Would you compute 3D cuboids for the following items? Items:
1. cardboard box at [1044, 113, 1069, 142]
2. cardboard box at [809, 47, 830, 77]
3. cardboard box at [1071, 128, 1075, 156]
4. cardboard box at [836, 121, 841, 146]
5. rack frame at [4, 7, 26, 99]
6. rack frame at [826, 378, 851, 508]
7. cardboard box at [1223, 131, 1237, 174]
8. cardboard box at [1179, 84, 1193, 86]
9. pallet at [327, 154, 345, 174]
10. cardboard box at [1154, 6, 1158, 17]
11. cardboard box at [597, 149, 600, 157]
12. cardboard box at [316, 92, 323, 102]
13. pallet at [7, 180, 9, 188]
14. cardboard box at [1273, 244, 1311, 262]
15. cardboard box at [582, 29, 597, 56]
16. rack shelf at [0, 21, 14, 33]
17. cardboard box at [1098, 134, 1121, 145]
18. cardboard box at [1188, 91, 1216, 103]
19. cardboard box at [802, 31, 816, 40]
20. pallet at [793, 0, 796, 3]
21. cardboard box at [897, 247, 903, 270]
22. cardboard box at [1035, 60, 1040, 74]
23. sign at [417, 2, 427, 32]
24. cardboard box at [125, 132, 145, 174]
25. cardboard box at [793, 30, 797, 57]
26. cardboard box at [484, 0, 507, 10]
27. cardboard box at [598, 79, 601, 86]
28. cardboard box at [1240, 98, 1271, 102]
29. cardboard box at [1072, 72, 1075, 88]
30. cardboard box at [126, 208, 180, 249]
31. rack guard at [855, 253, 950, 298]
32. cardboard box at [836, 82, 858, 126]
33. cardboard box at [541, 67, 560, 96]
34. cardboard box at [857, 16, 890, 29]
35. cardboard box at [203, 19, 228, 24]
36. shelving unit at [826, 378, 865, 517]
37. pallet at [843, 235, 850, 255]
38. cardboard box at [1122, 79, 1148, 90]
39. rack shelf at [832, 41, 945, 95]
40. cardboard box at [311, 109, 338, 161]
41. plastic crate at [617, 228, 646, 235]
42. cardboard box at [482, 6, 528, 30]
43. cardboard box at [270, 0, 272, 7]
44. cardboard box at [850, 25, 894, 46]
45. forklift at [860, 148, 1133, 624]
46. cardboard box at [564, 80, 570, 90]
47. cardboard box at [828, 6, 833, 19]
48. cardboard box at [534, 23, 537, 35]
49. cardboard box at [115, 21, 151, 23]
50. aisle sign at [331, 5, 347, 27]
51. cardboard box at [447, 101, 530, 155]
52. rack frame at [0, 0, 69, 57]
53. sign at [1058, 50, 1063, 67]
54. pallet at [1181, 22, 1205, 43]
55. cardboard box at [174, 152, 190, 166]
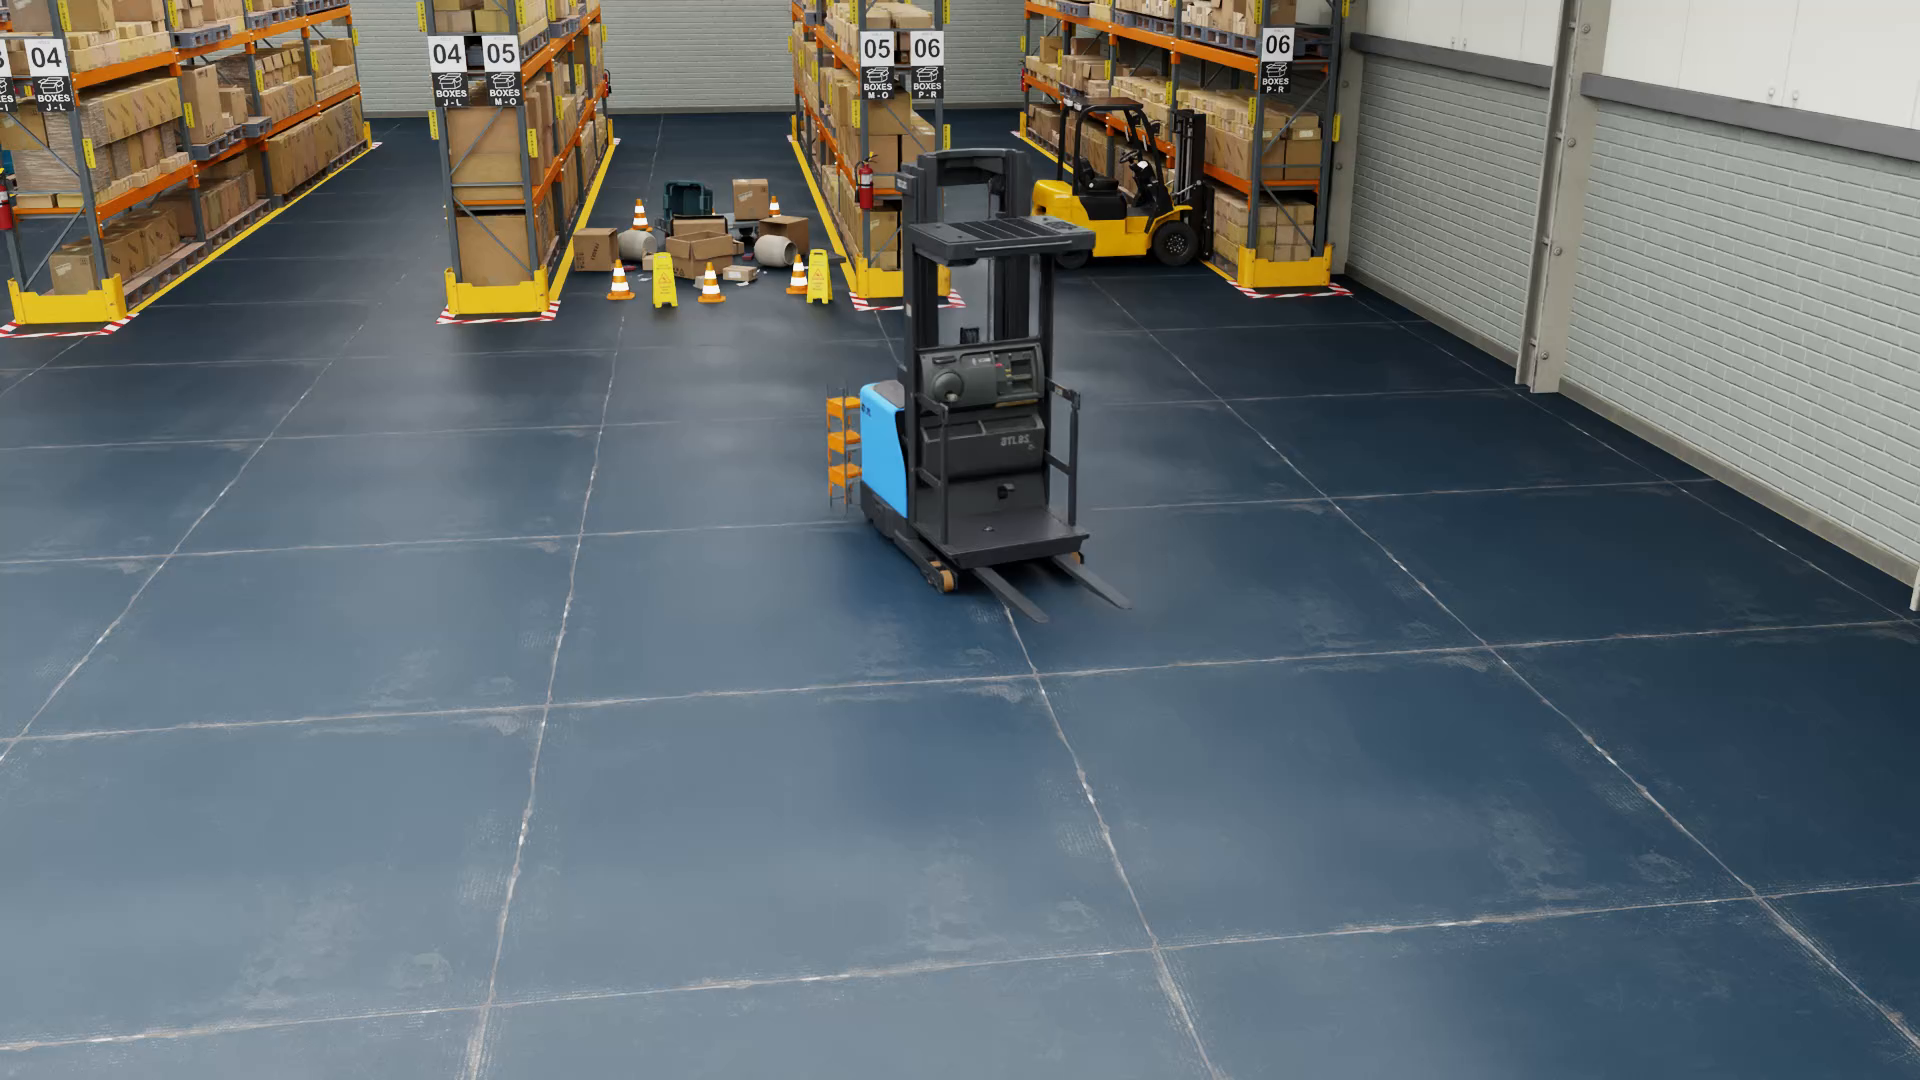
[{"bbox_3d":[2.125,-8.437,33.992,0.700,0.500,0.500,-4,21,-10],"label":"cardboard box"},{"bbox_3d":[-2.408,-8.470,29.535,0.500,0.500,0.500,-3,21,-9],"label":"cardboard box"},{"bbox_3d":[2.407,-7.564,31.652,0.500,0.500,0.500,-3,21,-8],"label":"cardboard box"},{"bbox_3d":[-1.497,-5.899,23.655,0.500,0.500,0.500,-3,21,-8],"label":"cardboard box"},{"bbox_3d":[-17.146,-7.899,29.579,1.000,3.000,0.127,-3,21,-8],"label":"rack frame"},{"bbox_3d":[-0.965,-0.767,13.270,0.200,1.050,0.008,-14,25,-33],"label":"rack frame"},{"bbox_3d":[3.806,-5.130,22.021,0.500,0.500,0.500,-2,21,-6],"label":"cardboard box"},{"bbox_3d":[3.537,-7.233,26.726,0.380,0.149,0.250,-2,21,-6],"label":"cardboard box"},{"bbox_3d":[-12.277,-7.110,31.451,1.003,0.211,1.213,-3,21,-8],"label":"pallet"},{"bbox_3d":[3.167,-8.027,25.250,0.380,0.149,0.250,-3,21,-8],"label":"cardboard box"},{"bbox_3d":[-7.057,-7.368,31.630,0.380,0.149,0.250,-4,21,-10],"label":"cardboard box"},{"bbox_3d":[-11.958,-8.151,30.611,0.380,0.149,0.250,-3,21,-8],"label":"cardboard box"},{"bbox_3d":[-16.897,-5.900,28.212,1.003,0.211,1.213,-3,21,-8],"label":"pallet"},{"bbox_3d":[4.326,-3.834,22.025,0.500,0.250,0.500,-3,21,-8],"label":"cardboard box"},{"bbox_3d":[-7.278,-9.542,31.980,0.500,0.500,0.500,-3,21,-7],"label":"cardboard box"},{"bbox_3d":[-16.858,-8.275,27.326,1.077,0.370,4.000,-3,21,-8],"label":"rack shelf"},{"bbox_3d":[2.658,-7.096,29.474,0.380,0.149,0.250,-4,21,-11],"label":"cardboard box"},{"bbox_3d":[3.523,-6.410,24.097,0.380,0.149,0.250,-3,21,-7],"label":"cardboard box"},{"bbox_3d":[-2.798,-9.559,31.522,0.380,0.149,0.250,-3,21,-9],"label":"cardboard box"},{"bbox_3d":[-2.898,-11.141,34.098,1.003,0.211,1.213,-3,21,-8],"label":"pallet"},{"bbox_3d":[-0.551,-3.696,21.654,0.500,0.250,0.500,-3,21,-8],"label":"cardboard box"},{"bbox_3d":[1.844,-9.834,34.548,0.500,0.250,0.500,-3,21,-9],"label":"cardboard box"},{"bbox_3d":[-6.131,-5.970,18.973,0.100,0.325,0.005,-3,21,-8],"label":"sign"},{"bbox_3d":[-10.848,-4.888,20.949,0.875,0.500,0.500,-3,21,-8],"label":"cardboard box"},{"bbox_3d":[-3.146,-10.190,34.140,0.500,0.500,0.500,-3,21,-9],"label":"cardboard box"},{"bbox_3d":[-5.325,-6.246,19.340,0.380,0.149,0.250,-3,21,-7],"label":"cardboard box"},{"bbox_3d":[-7.462,-9.272,33.612,0.380,0.149,0.250,-2,21,-6],"label":"cardboard box"},{"bbox_3d":[4.124,-6.080,23.214,0.380,0.149,0.250,-3,21,-8],"label":"cardboard box"},{"bbox_3d":[2.294,-8.534,30.870,0.396,0.266,0.258,-2,21,-5],"label":"cardboard box"},{"bbox_3d":[-11.074,-4.264,22.819,0.500,0.500,0.500,-4,21,-9],"label":"cardboard box"},{"bbox_3d":[-0.719,-3.349,20.969,1.175,0.500,0.348,-3,21,-8],"label":"rack guard"},{"bbox_3d":[-1.239,-5.662,21.590,0.700,0.500,0.500,-3,21,-8],"label":"cardboard box"},{"bbox_3d":[-6.540,-6.986,25.562,0.700,0.500,0.500,-3,21,-9],"label":"cardboard box"},{"bbox_3d":[-1.049,-6.257,20.115,0.380,0.149,0.250,-3,21,-7],"label":"cardboard box"},{"bbox_3d":[-11.202,-7.602,24.709,0.500,0.250,0.500,-2,21,-6],"label":"cardboard box"},{"bbox_3d":[-0.895,-0.733,13.177,0.215,1.050,0.252,-14,25,-33],"label":"shelving unit"},{"bbox_3d":[-1.153,-4.342,24.040,1.003,0.211,1.213,-3,21,-8],"label":"pallet"},{"bbox_3d":[2.906,-7.561,27.603,0.380,0.149,0.250,-2,21,-6],"label":"cardboard box"},{"bbox_3d":[-0.997,-6.255,21.917,1.077,0.370,4.000,-3,21,-8],"label":"rack shelf"},{"bbox_3d":[-12.261,-7.583,31.168,0.875,0.875,0.875,-3,21,-8],"label":"cardboard box"},{"bbox_3d":[-4.847,-4.310,23.905,0.450,0.188,0.662,-2,18,24],"label":"plastic crate"},{"bbox_3d":[-5.482,-6.283,20.010,0.500,0.250,0.500,-3,21,-8],"label":"cardboard box"},{"bbox_3d":[-12.176,-9.325,28.636,0.500,0.311,0.500,-4,21,-10],"label":"cardboard box"},{"bbox_3d":[-1.107,-6.307,20.817,0.500,0.250,0.500,-3,21,-8],"label":"cardboard box"},{"bbox_3d":[0.246,-1.164,11.645,1.130,2.935,3.031,-8,22,-21],"label":"forklift"},{"bbox_3d":[-6.621,-7.508,27.441,0.380,0.149,0.250,-3,21,-8],"label":"cardboard box"},{"bbox_3d":[-1.735,-8.387,26.455,0.700,0.500,0.500,-3,21,-8],"label":"cardboard box"},{"bbox_3d":[-5.579,-6.487,21.127,0.380,0.149,0.250,-3,21,-8],"label":"cardboard box"},{"bbox_3d":[-10.811,-6.706,21.741,0.380,0.149,0.250,-3,21,-7],"label":"cardboard box"},{"bbox_3d":[-12.535,-10.792,33.608,0.394,0.787,0.004,-3,21,-8],"label":"aisle sign"},{"bbox_3d":[-5.607,-4.916,19.833,0.875,0.550,0.550,-3,21,-8],"label":"cardboard box"},{"bbox_3d":[-10.515,-6.805,18.074,1.000,3.000,0.127,-3,21,-8],"label":"rack frame"},{"bbox_3d":[1.937,-9.276,32.028,0.100,0.325,0.005,-3,21,-8],"label":"sign"},{"bbox_3d":[3.775,-7.200,23.547,1.003,0.211,1.213,-3,21,-8],"label":"pallet"},{"bbox_3d":[-10.770,-5.202,22.716,0.380,0.149,0.250,-3,21,-8],"label":"cardboard box"}]
